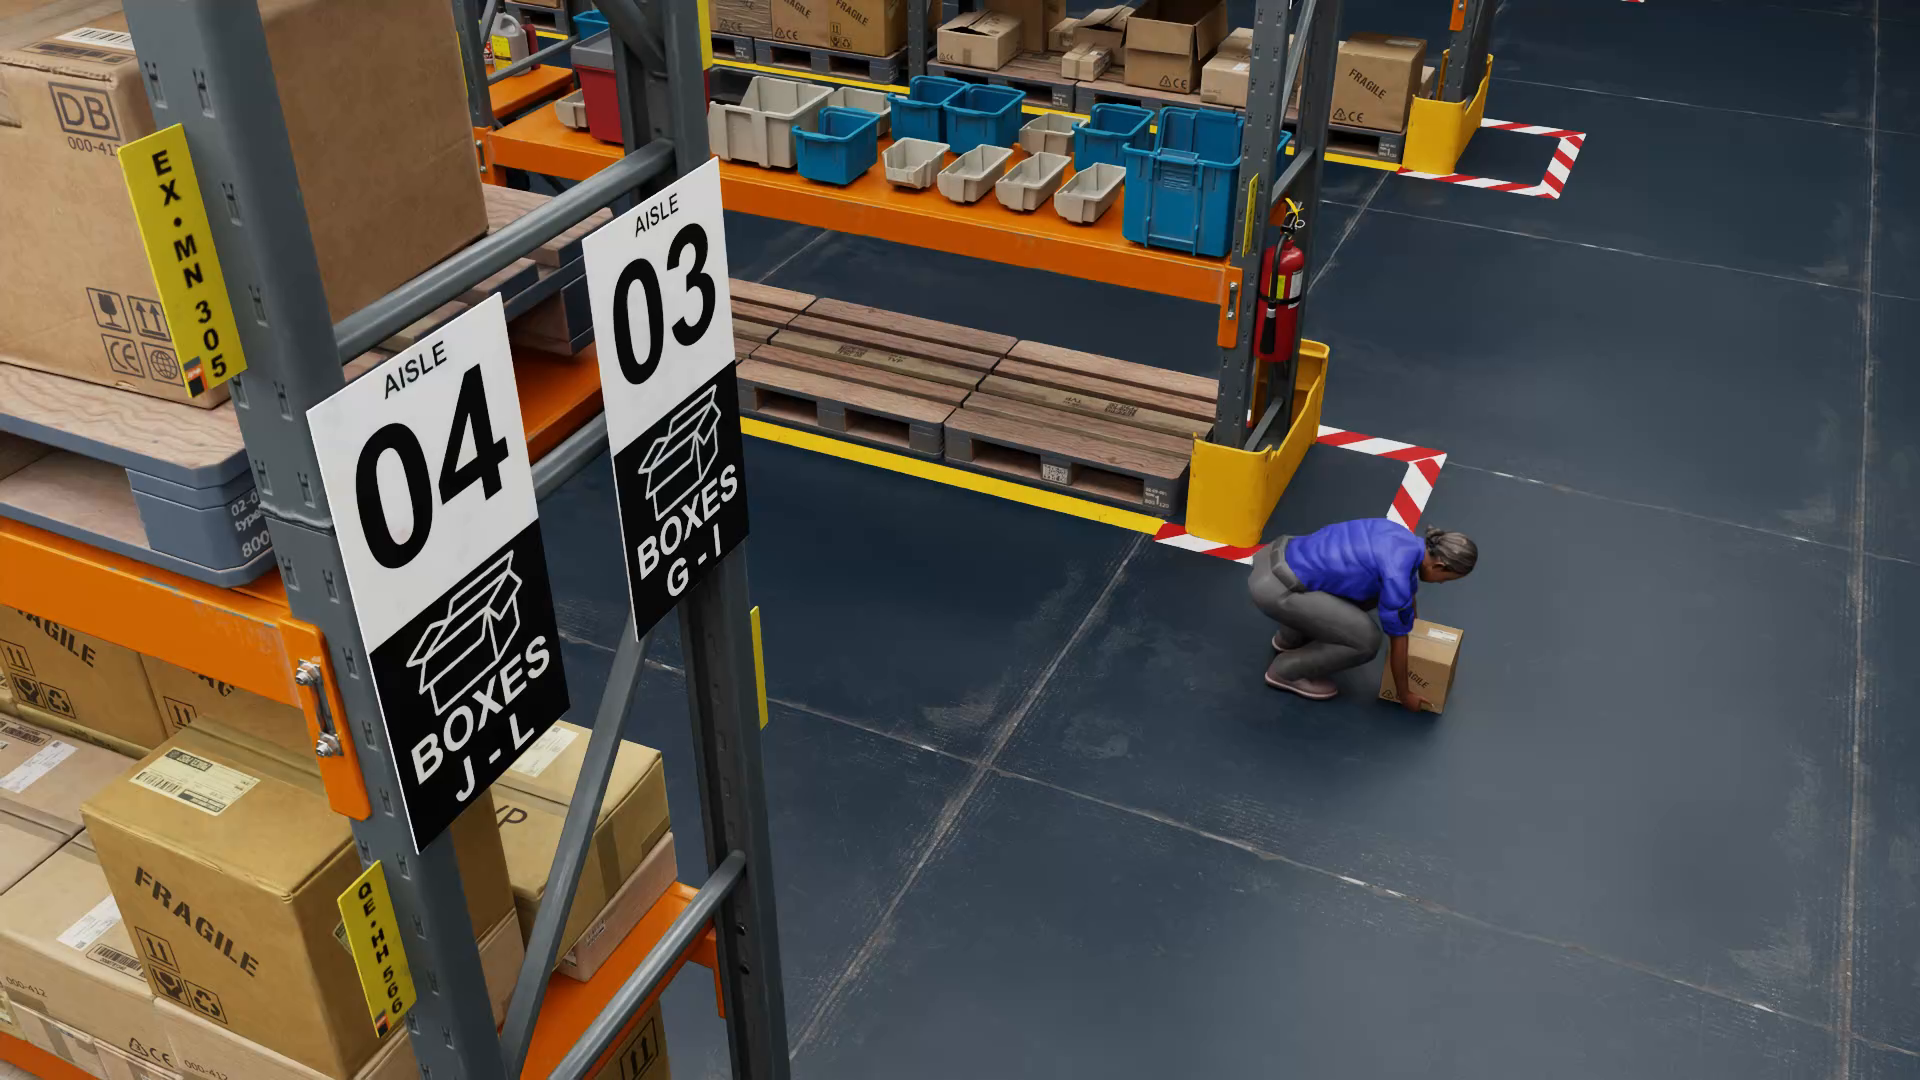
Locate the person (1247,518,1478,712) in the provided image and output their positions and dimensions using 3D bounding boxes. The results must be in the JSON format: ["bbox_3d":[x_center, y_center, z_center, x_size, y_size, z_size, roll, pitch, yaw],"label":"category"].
[{"bbox_3d":[1.568,0.254,6.606,0.852,0.756,0.458,8,35,11],"label":"person"}]
